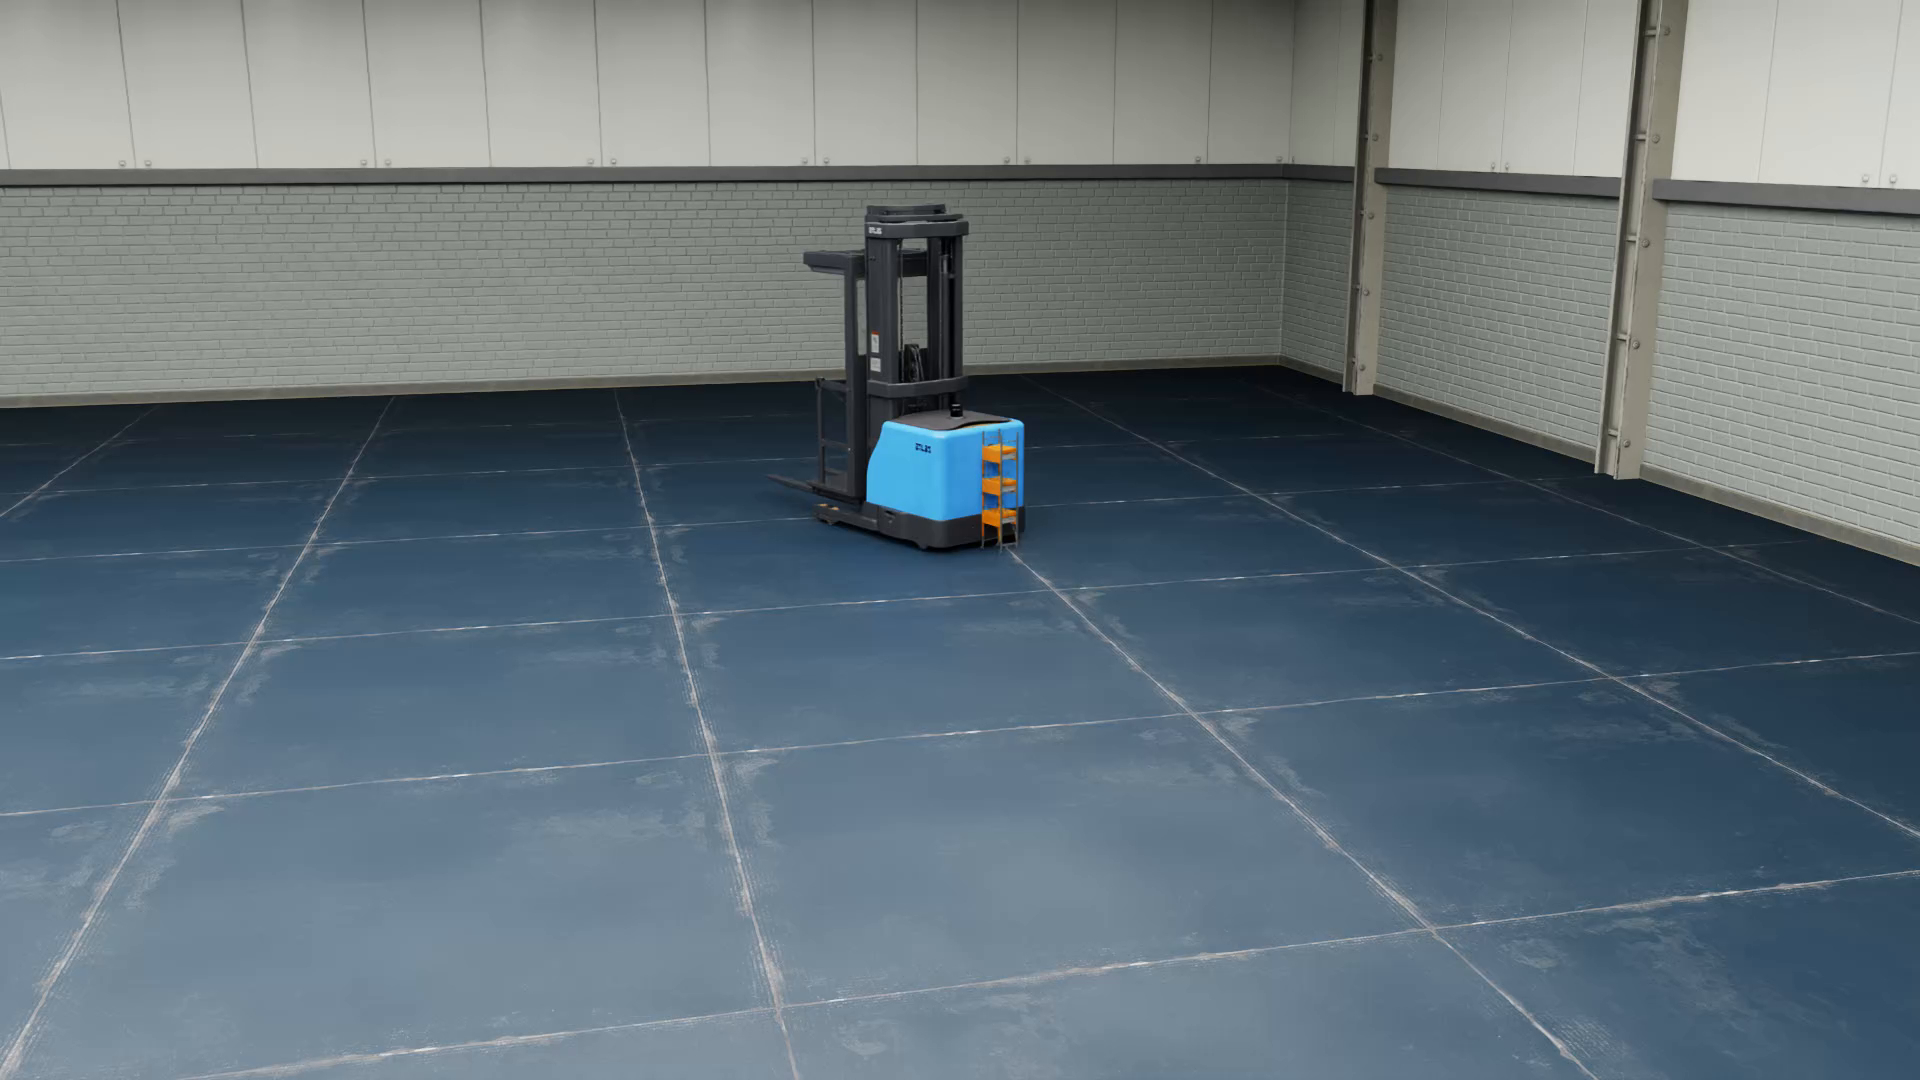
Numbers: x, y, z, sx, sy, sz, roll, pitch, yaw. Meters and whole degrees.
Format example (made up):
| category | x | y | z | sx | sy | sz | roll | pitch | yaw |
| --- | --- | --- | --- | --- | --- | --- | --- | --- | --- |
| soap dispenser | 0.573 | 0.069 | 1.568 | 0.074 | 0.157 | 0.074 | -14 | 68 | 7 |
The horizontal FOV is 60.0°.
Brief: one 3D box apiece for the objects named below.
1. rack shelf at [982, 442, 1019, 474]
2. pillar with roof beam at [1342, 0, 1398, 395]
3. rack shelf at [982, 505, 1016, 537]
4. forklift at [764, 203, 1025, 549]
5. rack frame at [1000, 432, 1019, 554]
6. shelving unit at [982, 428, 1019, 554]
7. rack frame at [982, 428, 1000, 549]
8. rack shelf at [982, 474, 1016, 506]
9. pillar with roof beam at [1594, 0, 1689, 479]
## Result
| category | x | y | z | sx | sy | sz | roll | pitch | yaw |
| --- | --- | --- | --- | --- | --- | --- | --- | --- | --- |
| rack shelf | 0.348 | -0.690 | 14.390 | 0.215 | 0.259 | 0.240 | -11 | 18 | -38 |
| pillar with roof beam | 1.432 | -6.208 | 21.377 | 9.100 | 9.000 | 0.400 | -3 | 14 | -13 |
| rack shelf | 0.348 | -0.145 | 14.523 | 0.215 | 0.259 | 0.240 | -11 | 18 | -38 |
| forklift | -0.741 | -1.632 | 15.430 | 1.130 | 2.935 | 3.031 | -11 | 18 | -38 |
| rack frame | 0.425 | -0.403 | 14.363 | 0.200 | 1.050 | 0.008 | -11 | 18 | -38 |
| shelving unit | 0.348 | -0.425 | 14.454 | 0.215 | 1.050 | 0.252 | -11 | 18 | -38 |
| rack frame | 0.270 | -0.447 | 14.546 | 0.200 | 1.050 | 0.008 | -11 | 18 | -38 |
| rack shelf | 0.348 | -0.415 | 14.457 | 0.215 | 0.259 | 0.240 | -11 | 18 | -38 |
| pillar with roof beam | 2.841 | -4.824 | 15.711 | 9.100 | 9.000 | 0.400 | -3 | 14 | -13 |
